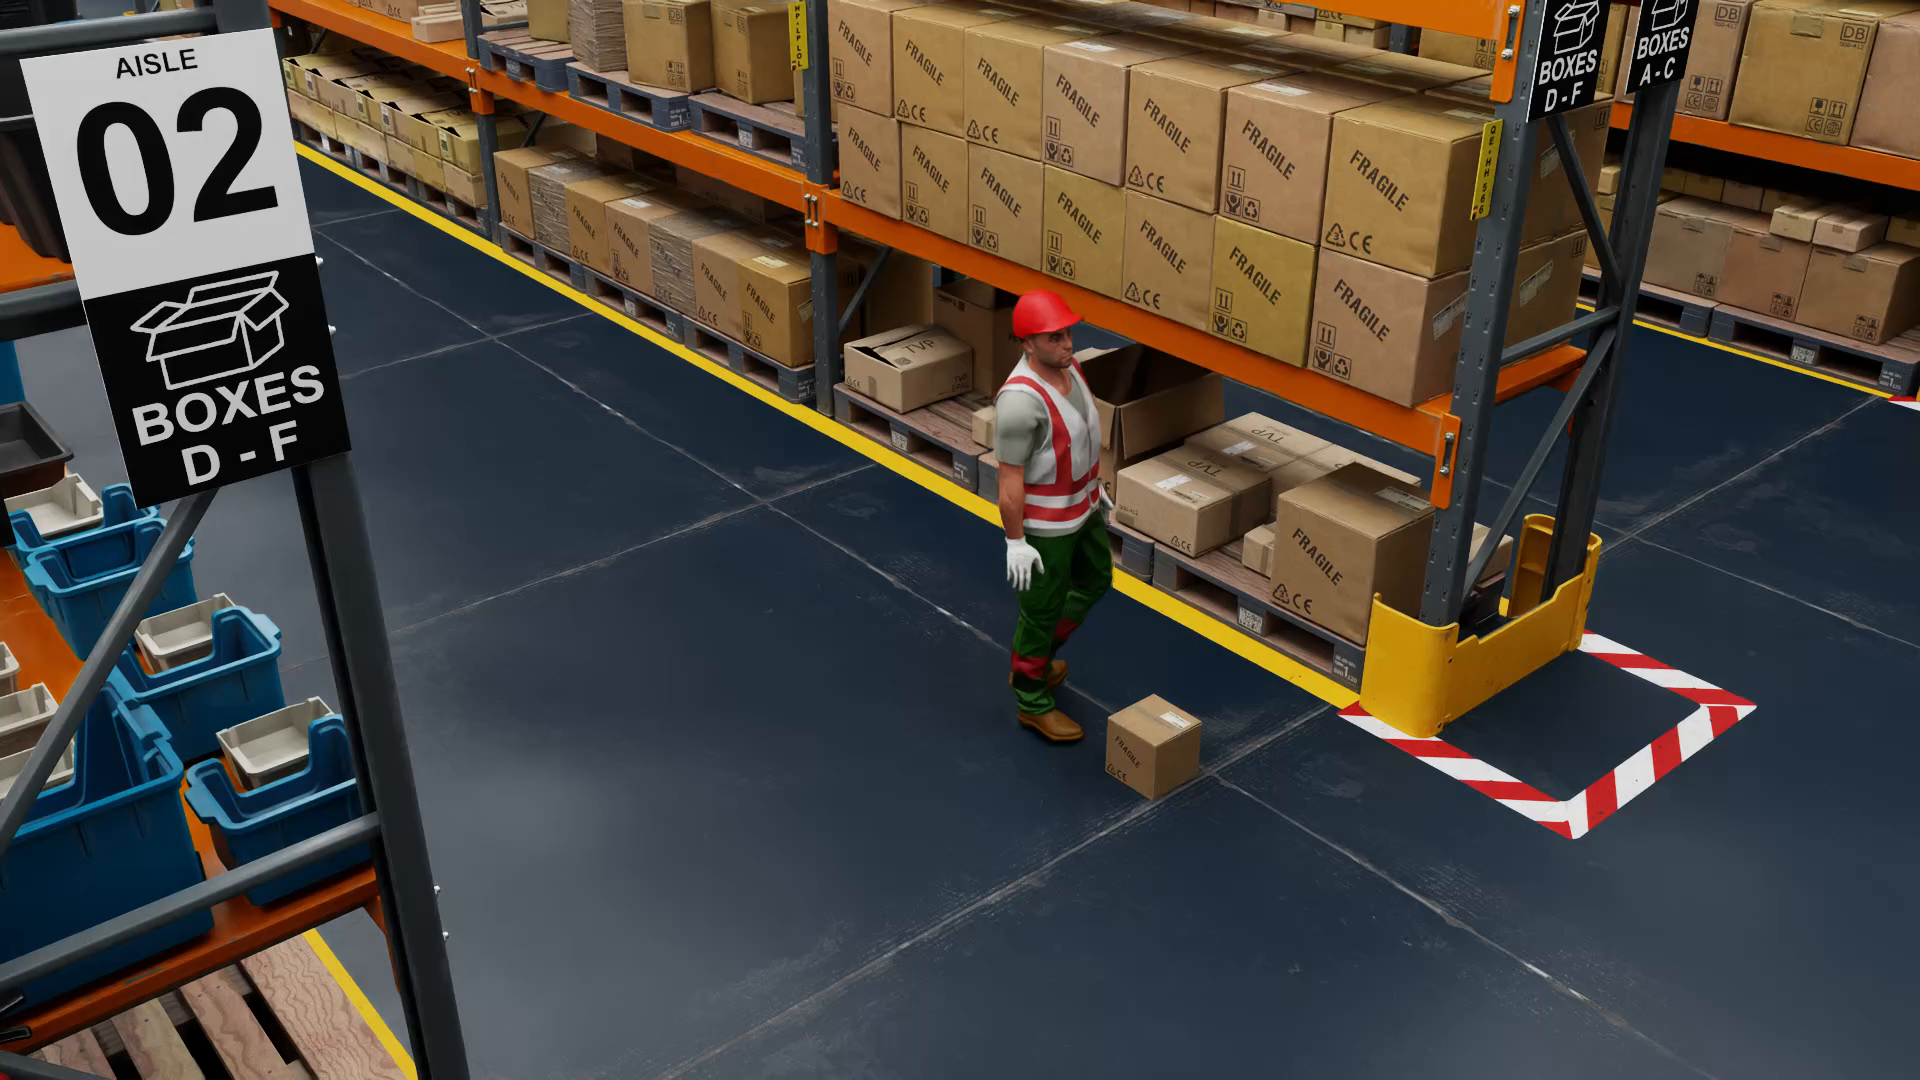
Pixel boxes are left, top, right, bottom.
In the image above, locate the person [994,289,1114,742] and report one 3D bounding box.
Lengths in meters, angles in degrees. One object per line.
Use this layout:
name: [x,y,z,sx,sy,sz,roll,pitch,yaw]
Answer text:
person: [0.355,-0.085,6.220,0.375,1.791,0.638,13,30,22]
